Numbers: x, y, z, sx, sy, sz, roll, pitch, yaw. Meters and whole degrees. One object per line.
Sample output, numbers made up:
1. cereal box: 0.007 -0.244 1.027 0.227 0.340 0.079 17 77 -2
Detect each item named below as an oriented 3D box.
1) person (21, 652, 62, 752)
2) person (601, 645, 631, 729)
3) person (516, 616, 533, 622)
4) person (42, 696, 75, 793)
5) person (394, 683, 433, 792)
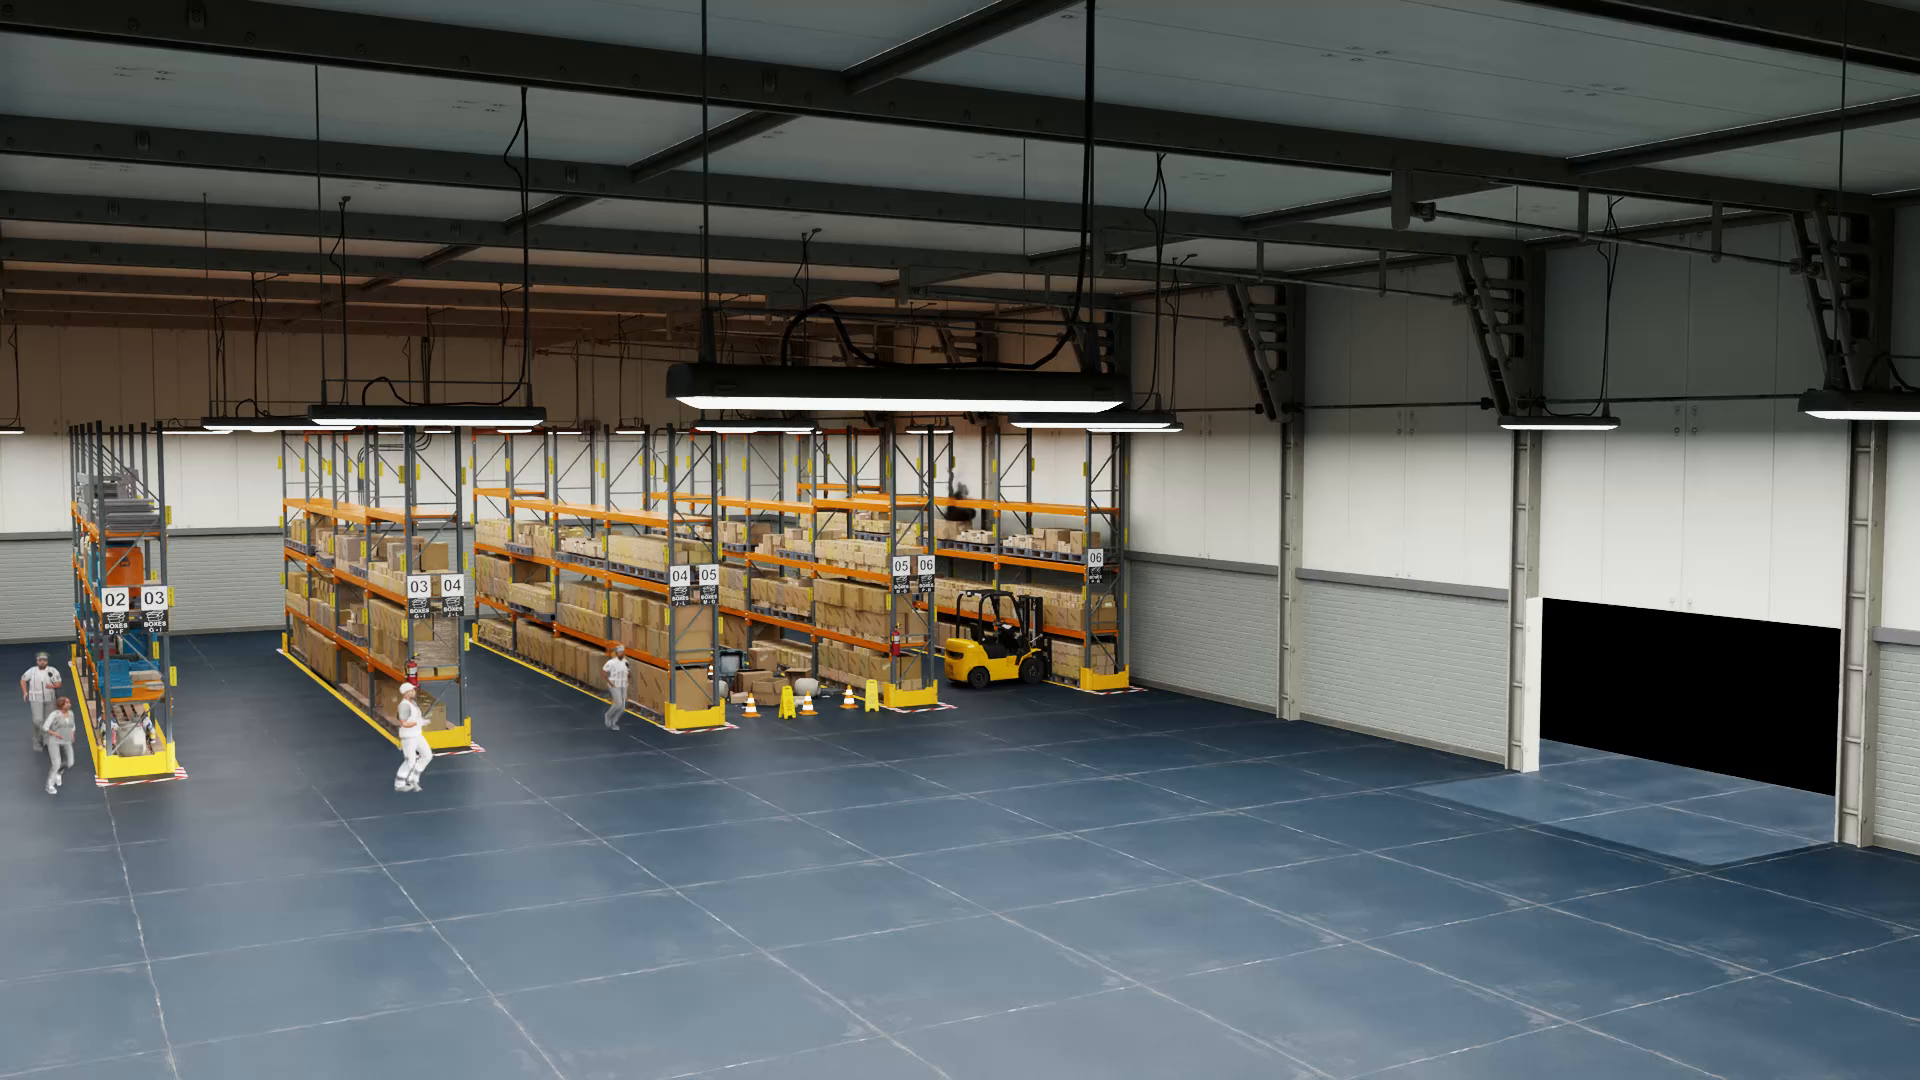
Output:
1. person: -16.811 2.967 30.479 0.632 1.832 0.751 -3 4 -37
2. person: -6.673 2.878 32.588 0.487 1.657 0.609 3 5 44
3. person: -12.855 1.908 48.660 0.757 1.662 0.626 -2 4 -28
4. person: -14.563 3.351 26.971 0.516 1.434 0.542 2 4 35
5. person: -8.771 3.183 26.731 0.655 1.795 0.634 0 4 3
